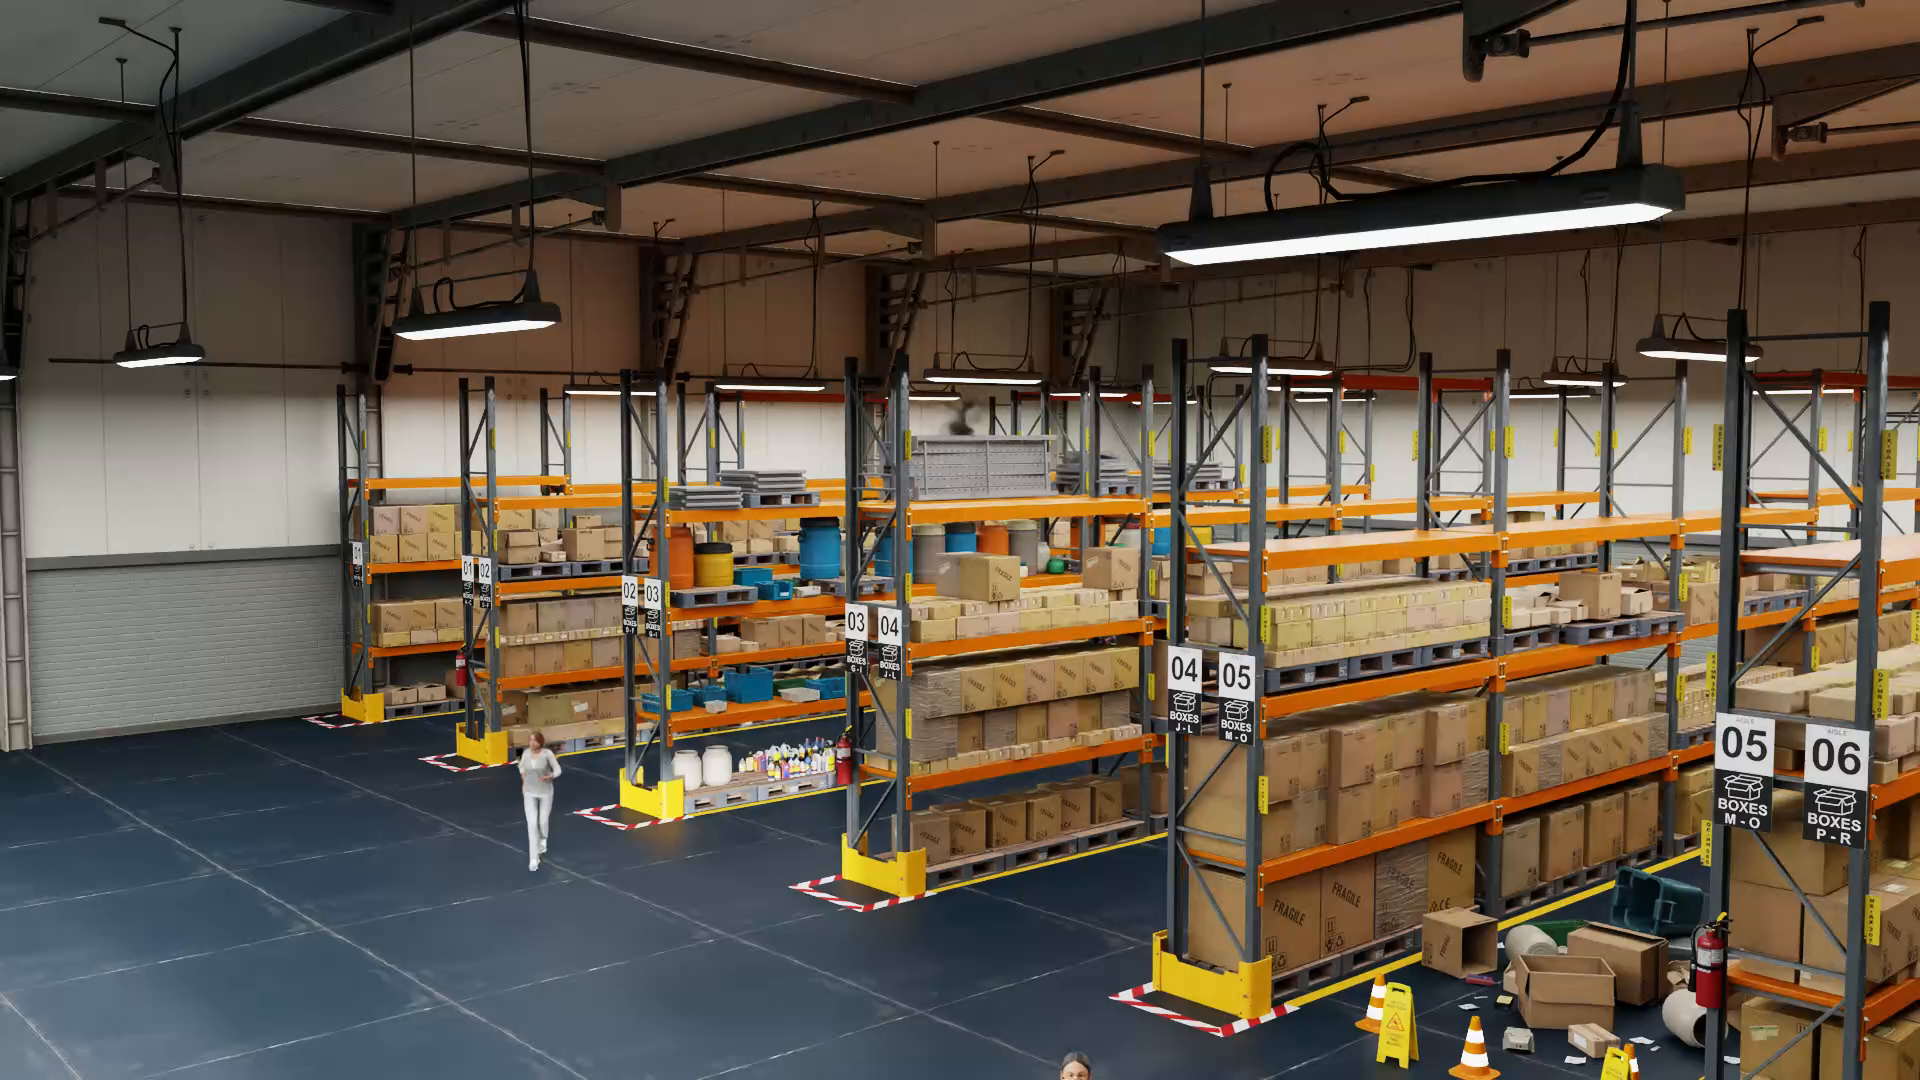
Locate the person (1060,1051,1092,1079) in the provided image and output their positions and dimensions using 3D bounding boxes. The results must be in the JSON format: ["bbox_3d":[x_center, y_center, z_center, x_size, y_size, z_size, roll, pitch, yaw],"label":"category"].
[{"bbox_3d":[0.650,3.705,9.403,0.603,1.643,0.939,0,4,3],"label":"person"}]

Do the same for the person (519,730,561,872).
[{"bbox_3d":[-5.013,3.061,19.844,0.524,1.613,0.820,0,4,-6],"label":"person"}]

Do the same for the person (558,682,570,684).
[{"bbox_3d":[-6.819,2.395,28.976,0.655,1.739,0.638,2,4,32],"label":"person"}]
